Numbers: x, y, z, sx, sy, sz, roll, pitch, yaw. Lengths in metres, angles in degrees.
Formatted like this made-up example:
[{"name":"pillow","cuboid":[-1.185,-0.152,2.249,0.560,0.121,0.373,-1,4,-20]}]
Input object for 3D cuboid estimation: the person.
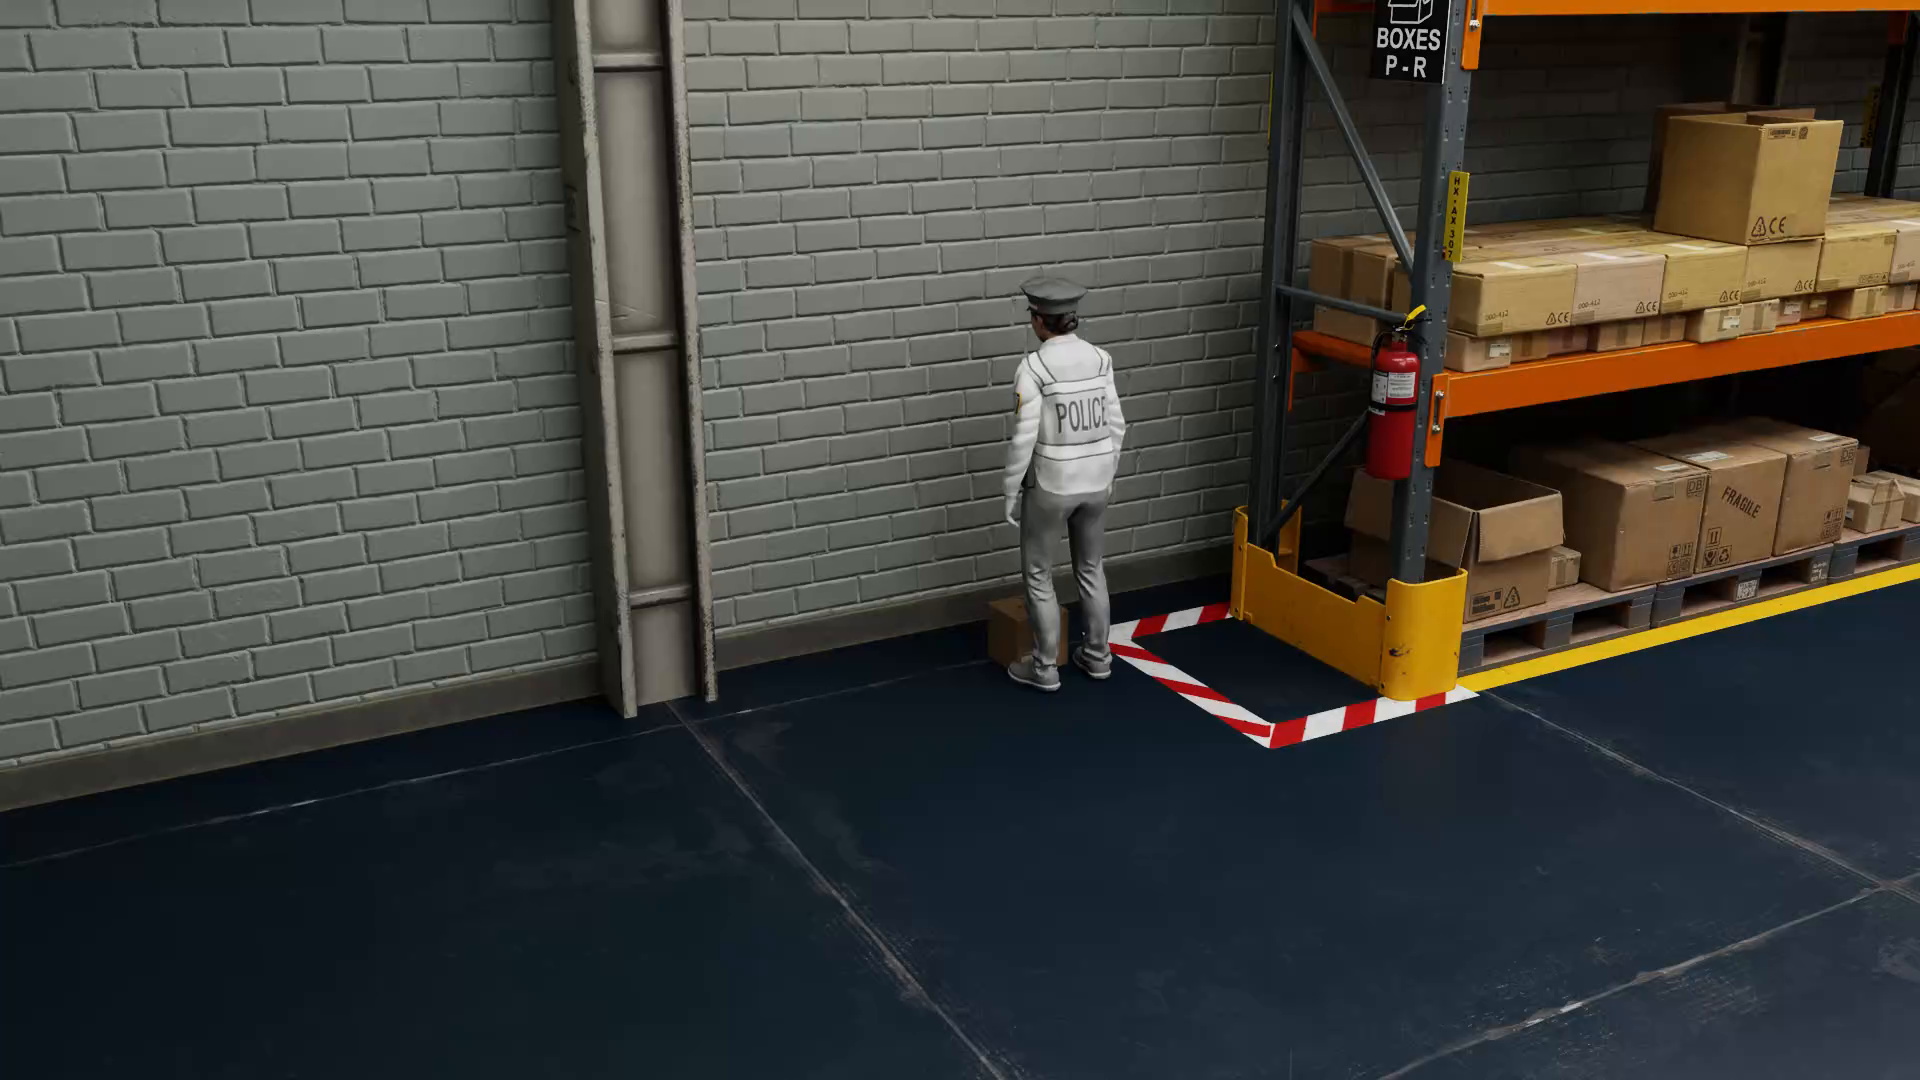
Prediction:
[{"name":"person","cuboid":[0.407,-0.207,6.669,0.538,1.663,0.378,-10,21,-28]}]
